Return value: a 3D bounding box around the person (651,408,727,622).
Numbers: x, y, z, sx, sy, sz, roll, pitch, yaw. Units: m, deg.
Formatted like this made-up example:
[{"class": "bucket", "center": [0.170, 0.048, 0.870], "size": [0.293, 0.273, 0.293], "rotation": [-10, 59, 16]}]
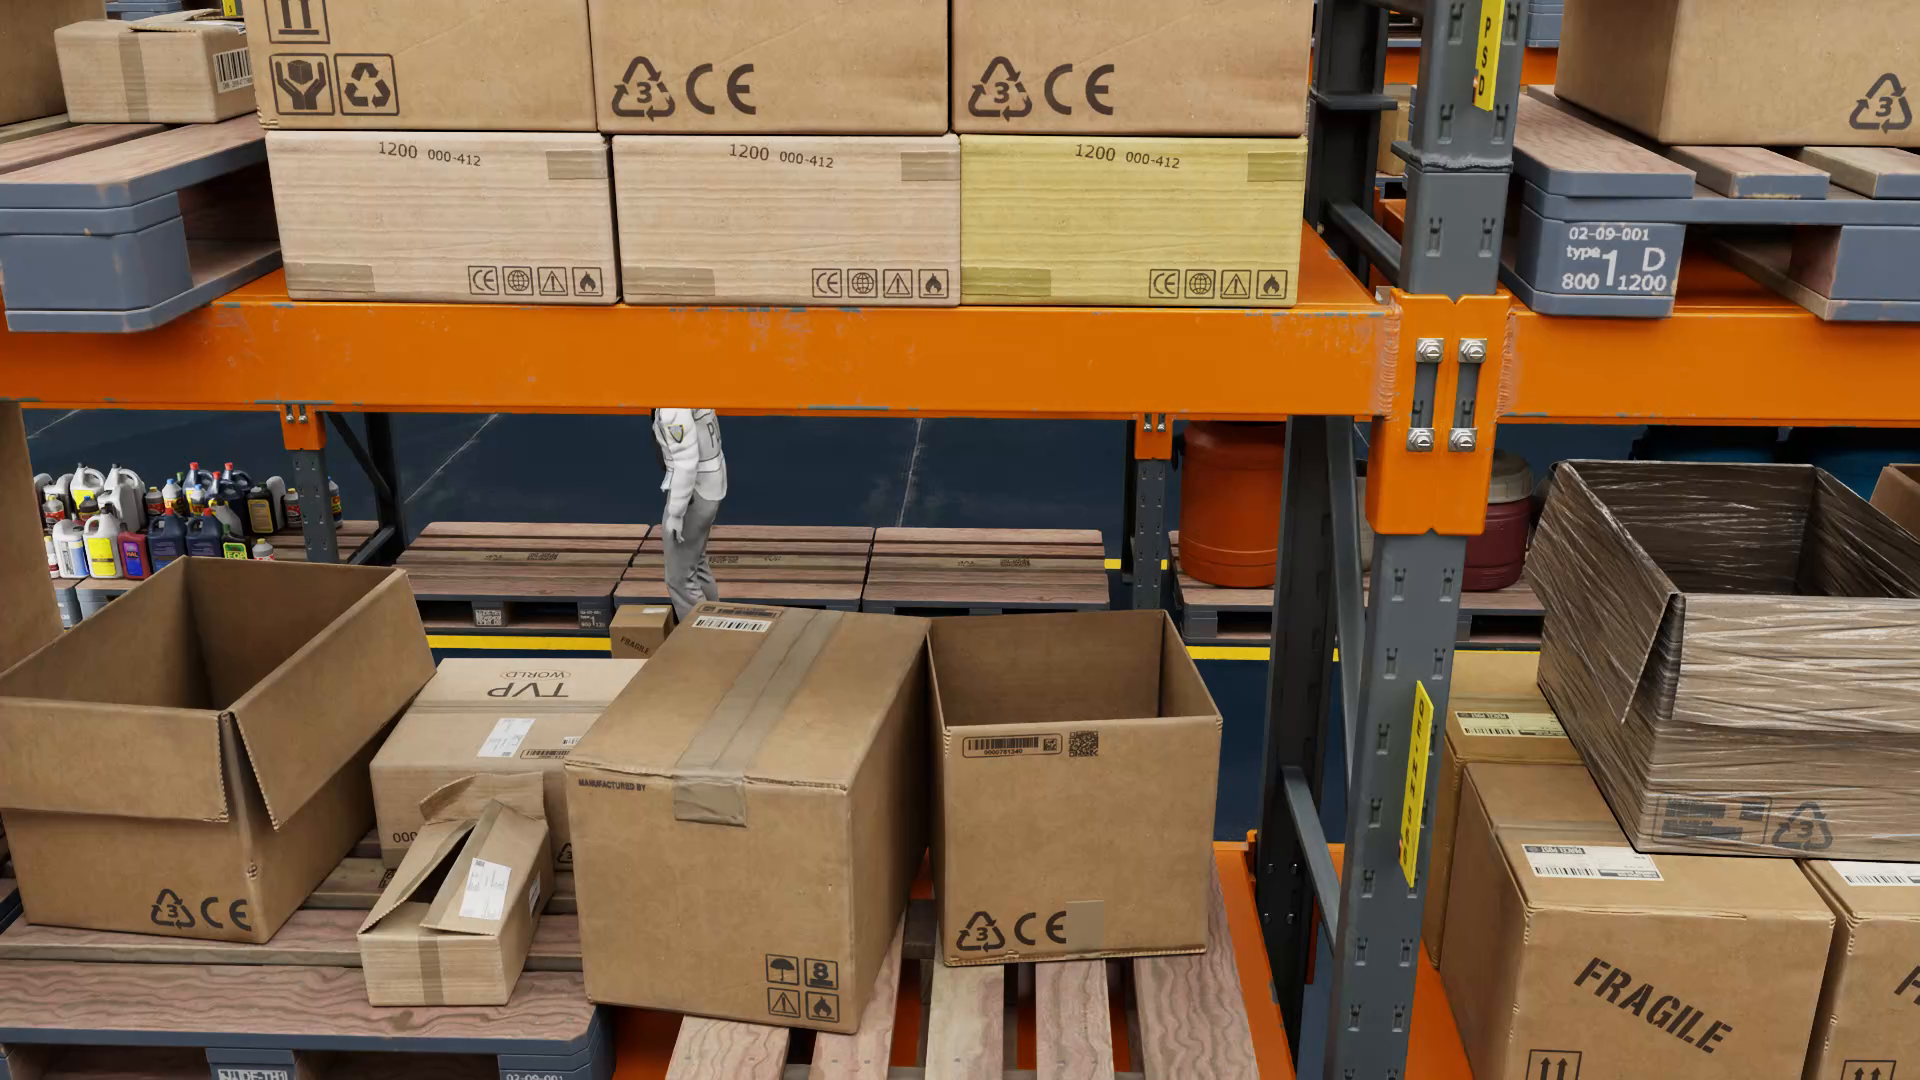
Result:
[{"class": "person", "center": [-1.249, -0.188, 7.570], "size": [0.375, 1.661, 0.541], "rotation": [-1, 21, -2]}]
